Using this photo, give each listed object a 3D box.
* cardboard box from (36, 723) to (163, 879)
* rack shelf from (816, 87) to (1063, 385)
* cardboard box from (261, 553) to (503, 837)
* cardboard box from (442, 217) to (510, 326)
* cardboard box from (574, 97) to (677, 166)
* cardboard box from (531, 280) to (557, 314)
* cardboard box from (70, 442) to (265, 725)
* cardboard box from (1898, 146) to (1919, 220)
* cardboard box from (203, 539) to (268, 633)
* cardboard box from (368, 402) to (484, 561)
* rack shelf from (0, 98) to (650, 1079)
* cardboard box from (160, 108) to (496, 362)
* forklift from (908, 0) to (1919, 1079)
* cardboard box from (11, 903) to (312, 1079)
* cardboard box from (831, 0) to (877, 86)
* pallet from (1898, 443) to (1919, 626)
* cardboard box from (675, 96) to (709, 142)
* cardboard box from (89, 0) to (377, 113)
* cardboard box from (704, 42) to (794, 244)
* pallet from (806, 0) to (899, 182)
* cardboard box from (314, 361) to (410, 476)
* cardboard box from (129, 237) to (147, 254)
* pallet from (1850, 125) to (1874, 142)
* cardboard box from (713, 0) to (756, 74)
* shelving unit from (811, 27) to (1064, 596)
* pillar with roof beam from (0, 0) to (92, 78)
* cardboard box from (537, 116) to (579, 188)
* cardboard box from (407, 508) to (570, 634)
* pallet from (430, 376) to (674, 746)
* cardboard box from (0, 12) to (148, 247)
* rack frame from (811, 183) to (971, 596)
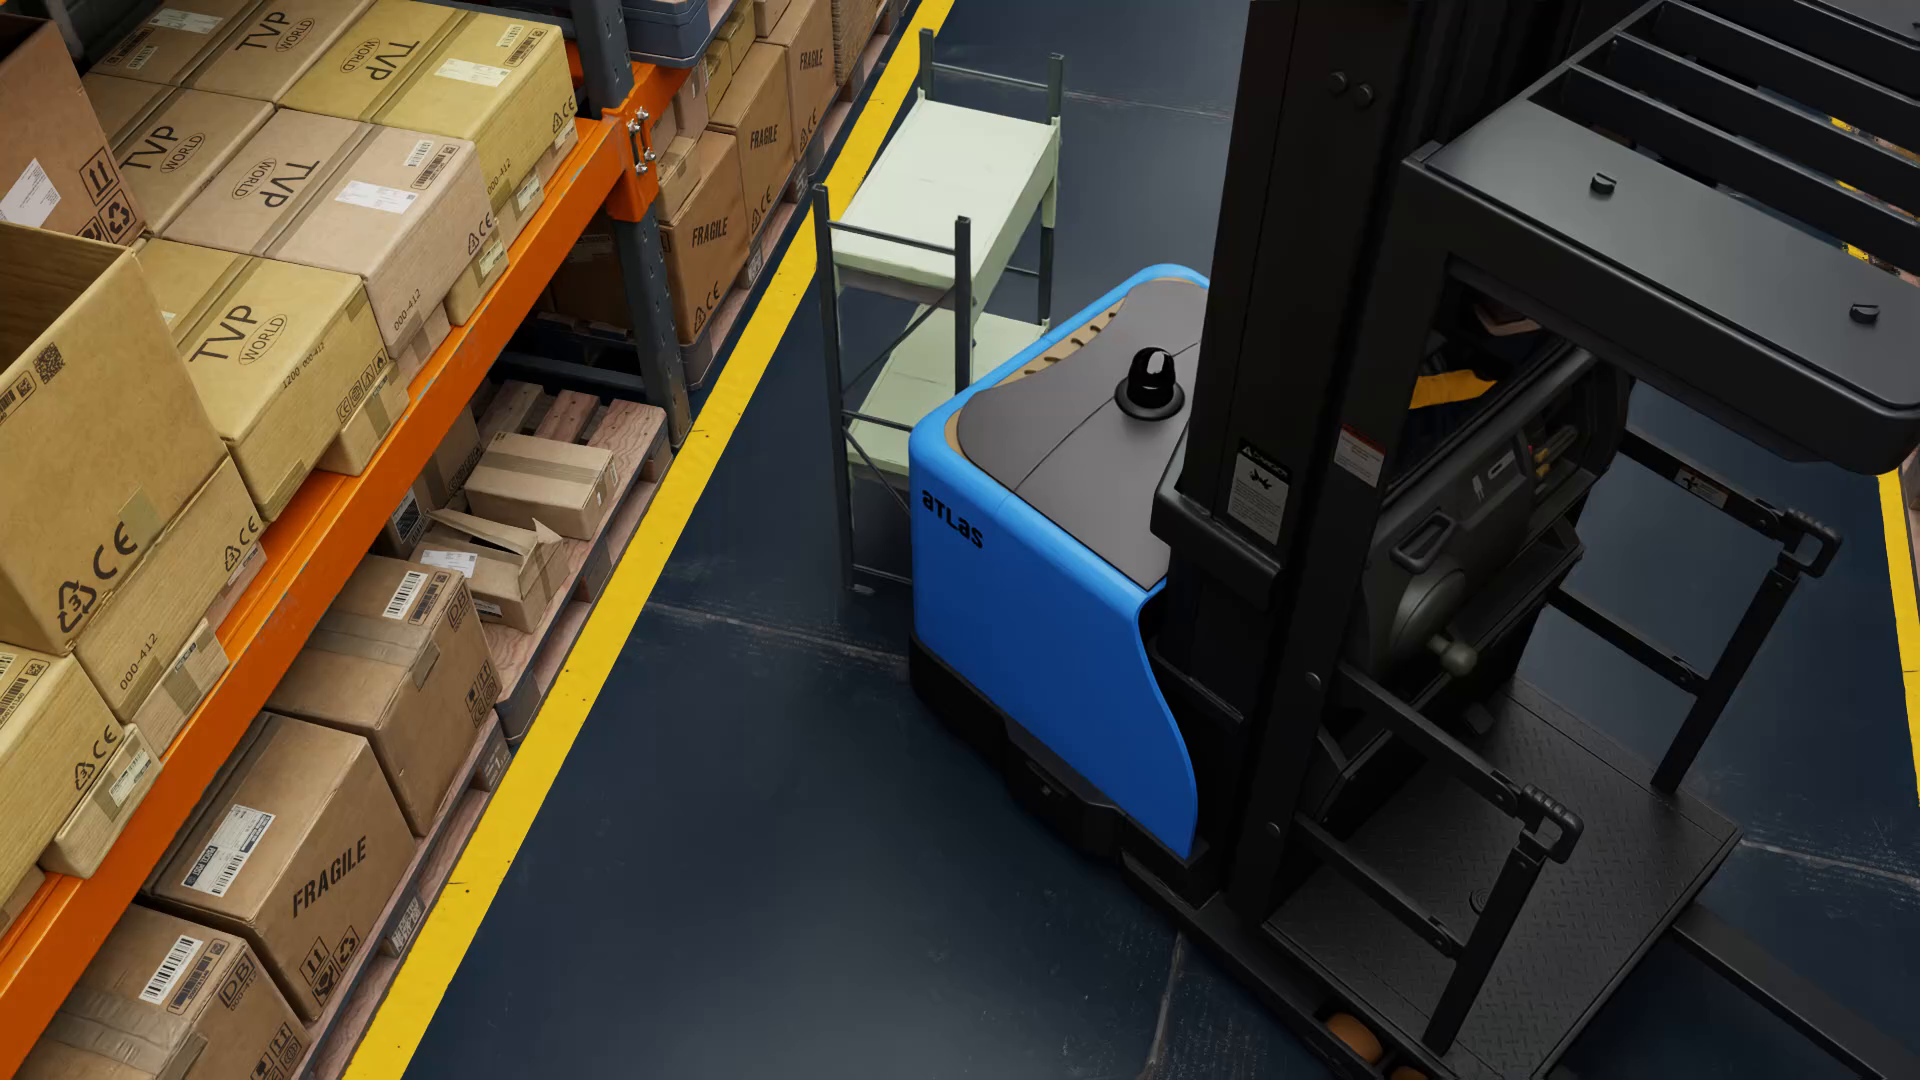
[{"bbox_3d":[-1.710,0.439,3.030,0.380,0.149,0.250,10,49,9],"label":"cardboard box"},{"bbox_3d":[-0.042,-0.822,4.455,0.431,0.370,0.720,15,50,13],"label":"rack shelf"},{"bbox_3d":[-1.660,0.364,4.315,0.700,0.500,0.500,10,49,9],"label":"cardboard box"},{"bbox_3d":[-1.328,-0.683,4.020,0.380,0.149,0.250,13,50,11],"label":"cardboard box"},{"bbox_3d":[-1.103,-1.276,5.131,0.380,0.149,0.250,11,49,9],"label":"cardboard box"},{"bbox_3d":[-1.552,-1.157,5.658,0.500,0.500,0.500,11,50,10],"label":"cardboard box"},{"bbox_3d":[-1.692,0.031,3.123,0.500,0.250,0.500,10,49,9],"label":"cardboard box"},{"bbox_3d":[3.946,-1.657,5.849,0.875,0.875,0.875,12,50,10],"label":"cardboard box"},{"bbox_3d":[-1.659,0.044,3.378,0.380,0.149,0.250,11,50,10],"label":"cardboard box"},{"bbox_3d":[-1.797,-0.250,4.983,0.500,0.311,0.500,13,50,11],"label":"cardboard box"},{"bbox_3d":[-1.922,0.253,3.506,1.077,0.370,4.000,12,50,10],"label":"rack shelf"},{"bbox_3d":[-1.412,-0.699,3.768,0.500,0.250,0.500,12,50,10],"label":"cardboard box"},{"bbox_3d":[1.244,0.010,3.286,1.130,2.935,3.031,-36,58,-27],"label":"forklift"},{"bbox_3d":[-1.933,1.115,3.652,0.700,0.500,0.500,13,50,12],"label":"cardboard box"},{"bbox_3d":[-0.642,-2.170,6.552,0.500,0.500,0.500,10,49,9],"label":"cardboard box"},{"bbox_3d":[3.525,-0.105,5.202,1.003,0.211,1.213,12,50,10],"label":"pallet"},{"bbox_3d":[-1.046,-1.381,5.423,0.380,0.149,0.250,10,49,9],"label":"cardboard box"},{"bbox_3d":[-1.786,-1.176,4.189,0.500,0.250,0.500,11,50,10],"label":"cardboard box"},{"bbox_3d":[-0.920,-1.436,5.904,0.500,0.500,0.500,11,49,10],"label":"cardboard box"},{"bbox_3d":[-0.899,-1.990,6.866,1.003,0.211,1.213,12,50,10],"label":"pallet"},{"bbox_3d":[-1.464,-0.308,3.689,0.380,0.149,0.250,11,49,9],"label":"cardboard box"},{"bbox_3d":[-2.049,-0.439,3.538,0.500,0.250,0.500,13,50,11],"label":"cardboard box"},{"bbox_3d":[4.167,-1.870,6.760,1.003,0.211,1.213,12,50,10],"label":"pallet"},{"bbox_3d":[-0.930,-1.770,5.766,0.380,0.149,0.250,11,49,9],"label":"cardboard box"},{"bbox_3d":[-0.042,-0.564,4.747,0.431,1.500,0.755,15,50,13],"label":"shelving unit"},{"bbox_3d":[1.705,-2.242,1.227,9.100,9.000,0.400,12,50,10],"label":"pillar with roof beam"},{"bbox_3d":[-1.236,-1.068,4.360,0.380,0.149,0.250,12,50,11],"label":"cardboard box"},{"bbox_3d":[-1.353,0.053,4.746,0.396,0.266,0.258,13,50,11],"label":"cardboard box"},{"bbox_3d":[-1.577,-0.013,5.120,1.003,0.211,1.213,12,50,10],"label":"pallet"},{"bbox_3d":[-2.044,-0.704,3.272,0.500,0.500,0.500,10,49,9],"label":"cardboard box"},{"bbox_3d":[-0.165,-0.306,4.519,0.400,1.500,0.023,15,50,13],"label":"rack frame"}]
